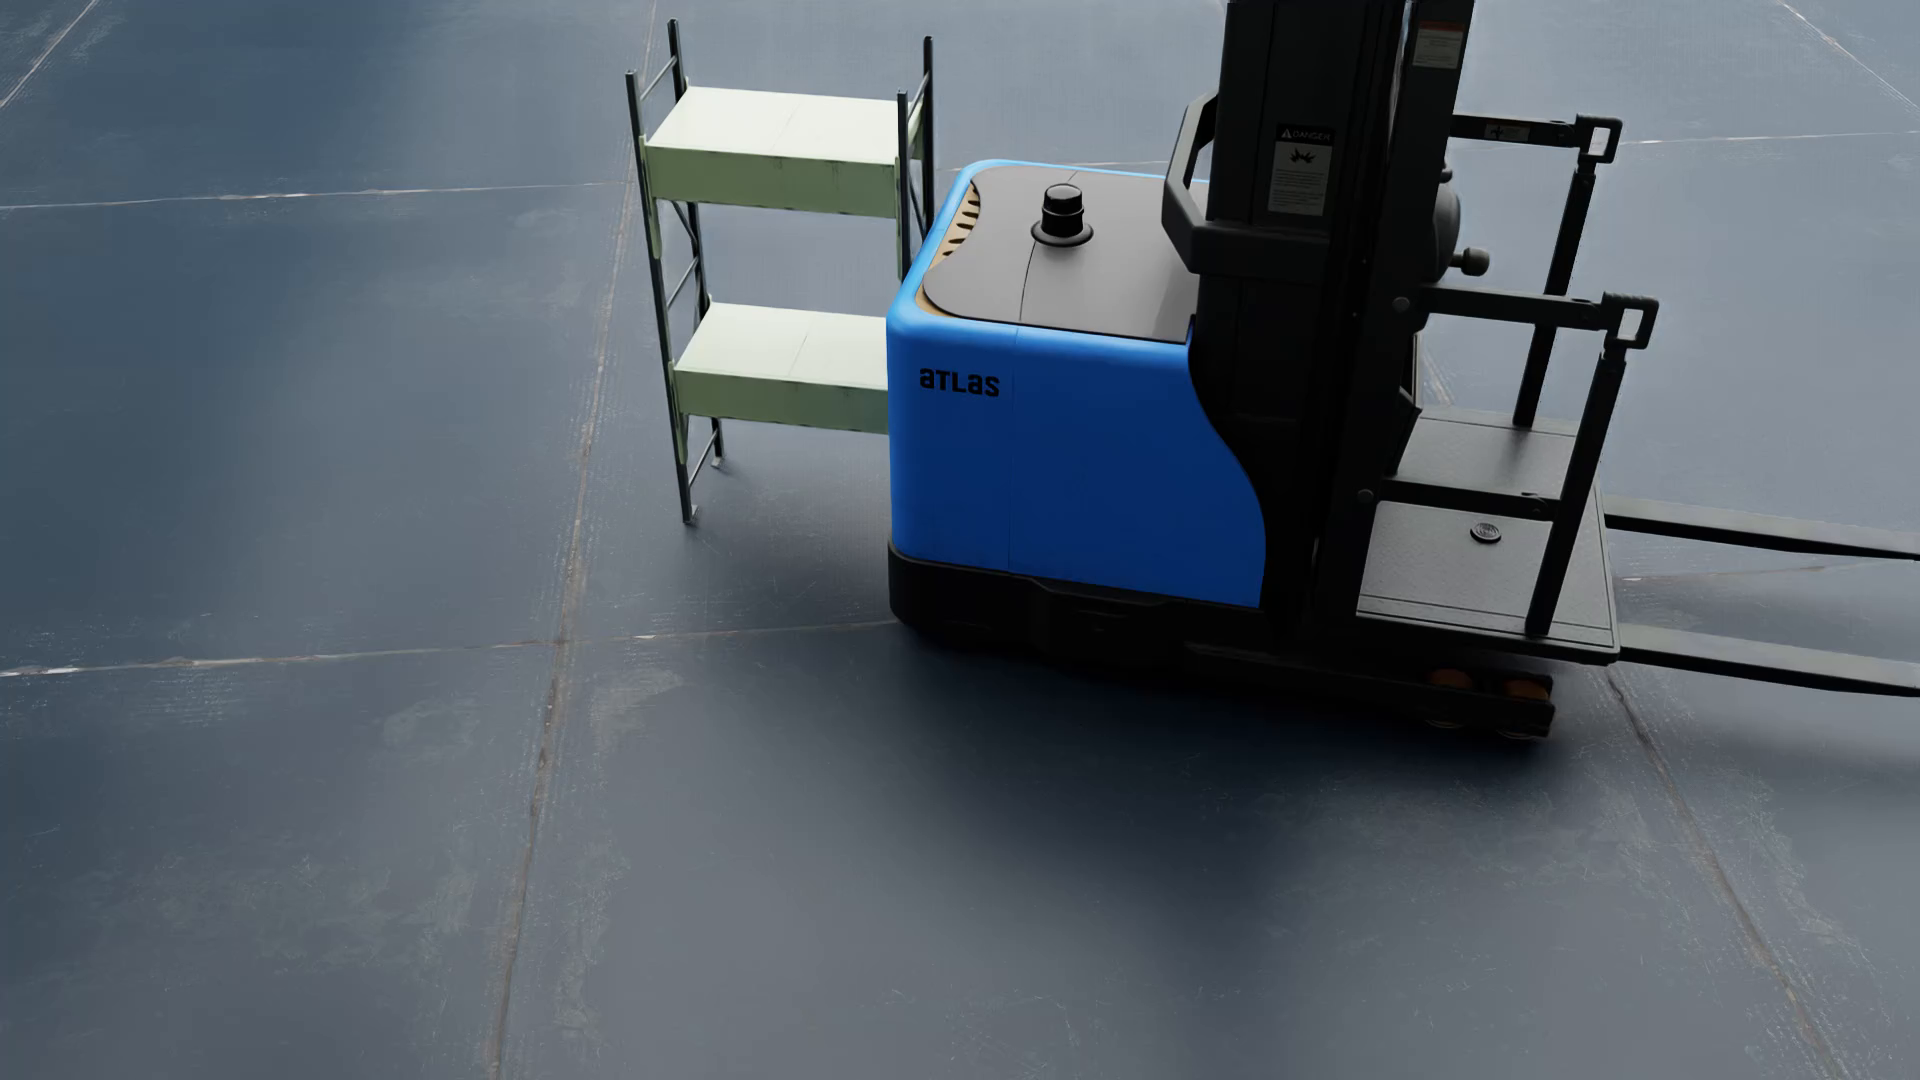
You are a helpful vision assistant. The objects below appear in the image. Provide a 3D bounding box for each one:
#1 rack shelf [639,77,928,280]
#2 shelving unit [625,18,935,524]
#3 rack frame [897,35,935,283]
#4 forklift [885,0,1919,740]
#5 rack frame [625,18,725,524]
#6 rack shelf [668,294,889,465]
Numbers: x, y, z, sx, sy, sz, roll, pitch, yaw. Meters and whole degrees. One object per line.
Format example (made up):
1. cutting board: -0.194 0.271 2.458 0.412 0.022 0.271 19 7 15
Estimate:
1. rack shelf: -0.479 -1.030 4.715 0.720 0.370 0.431 6 39 8
2. shelving unit: -0.479 -0.724 4.957 0.755 1.500 0.431 6 39 8
3. rack frame: -0.119 -0.685 4.908 0.023 1.500 0.400 6 39 8
4. forklift: 1.365 -0.967 4.109 3.031 2.935 1.130 8 39 10
5. rack frame: -0.840 -0.762 5.006 0.023 1.500 0.400 6 39 8
6. rack shelf: -0.479 -0.468 5.159 0.720 0.370 0.431 6 39 8
